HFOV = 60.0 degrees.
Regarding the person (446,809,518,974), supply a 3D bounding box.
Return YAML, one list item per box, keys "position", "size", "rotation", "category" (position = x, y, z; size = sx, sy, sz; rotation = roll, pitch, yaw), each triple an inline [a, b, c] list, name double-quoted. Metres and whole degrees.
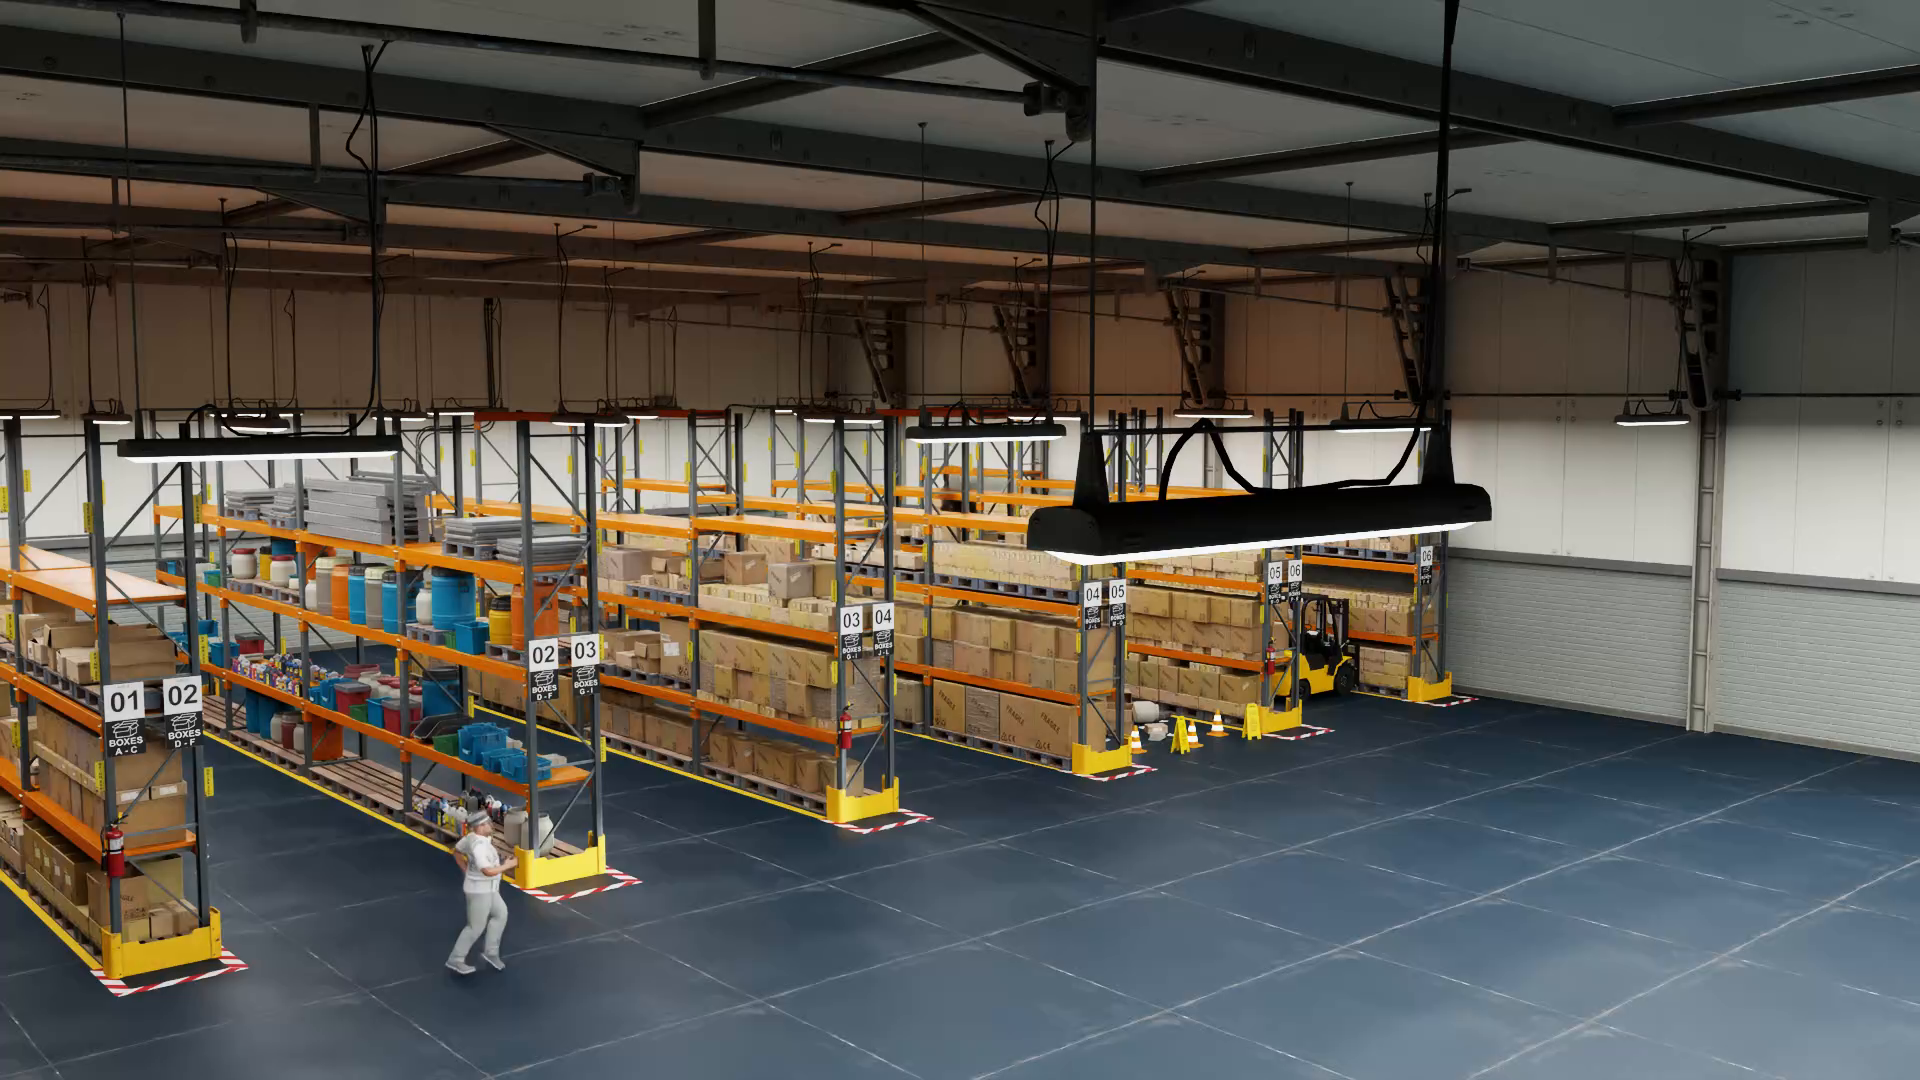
- position: [-5.221, 3.862, 18.152]
  size: [0.792, 1.865, 0.663]
  rotation: [-2, 5, -17]
  category: "person"
